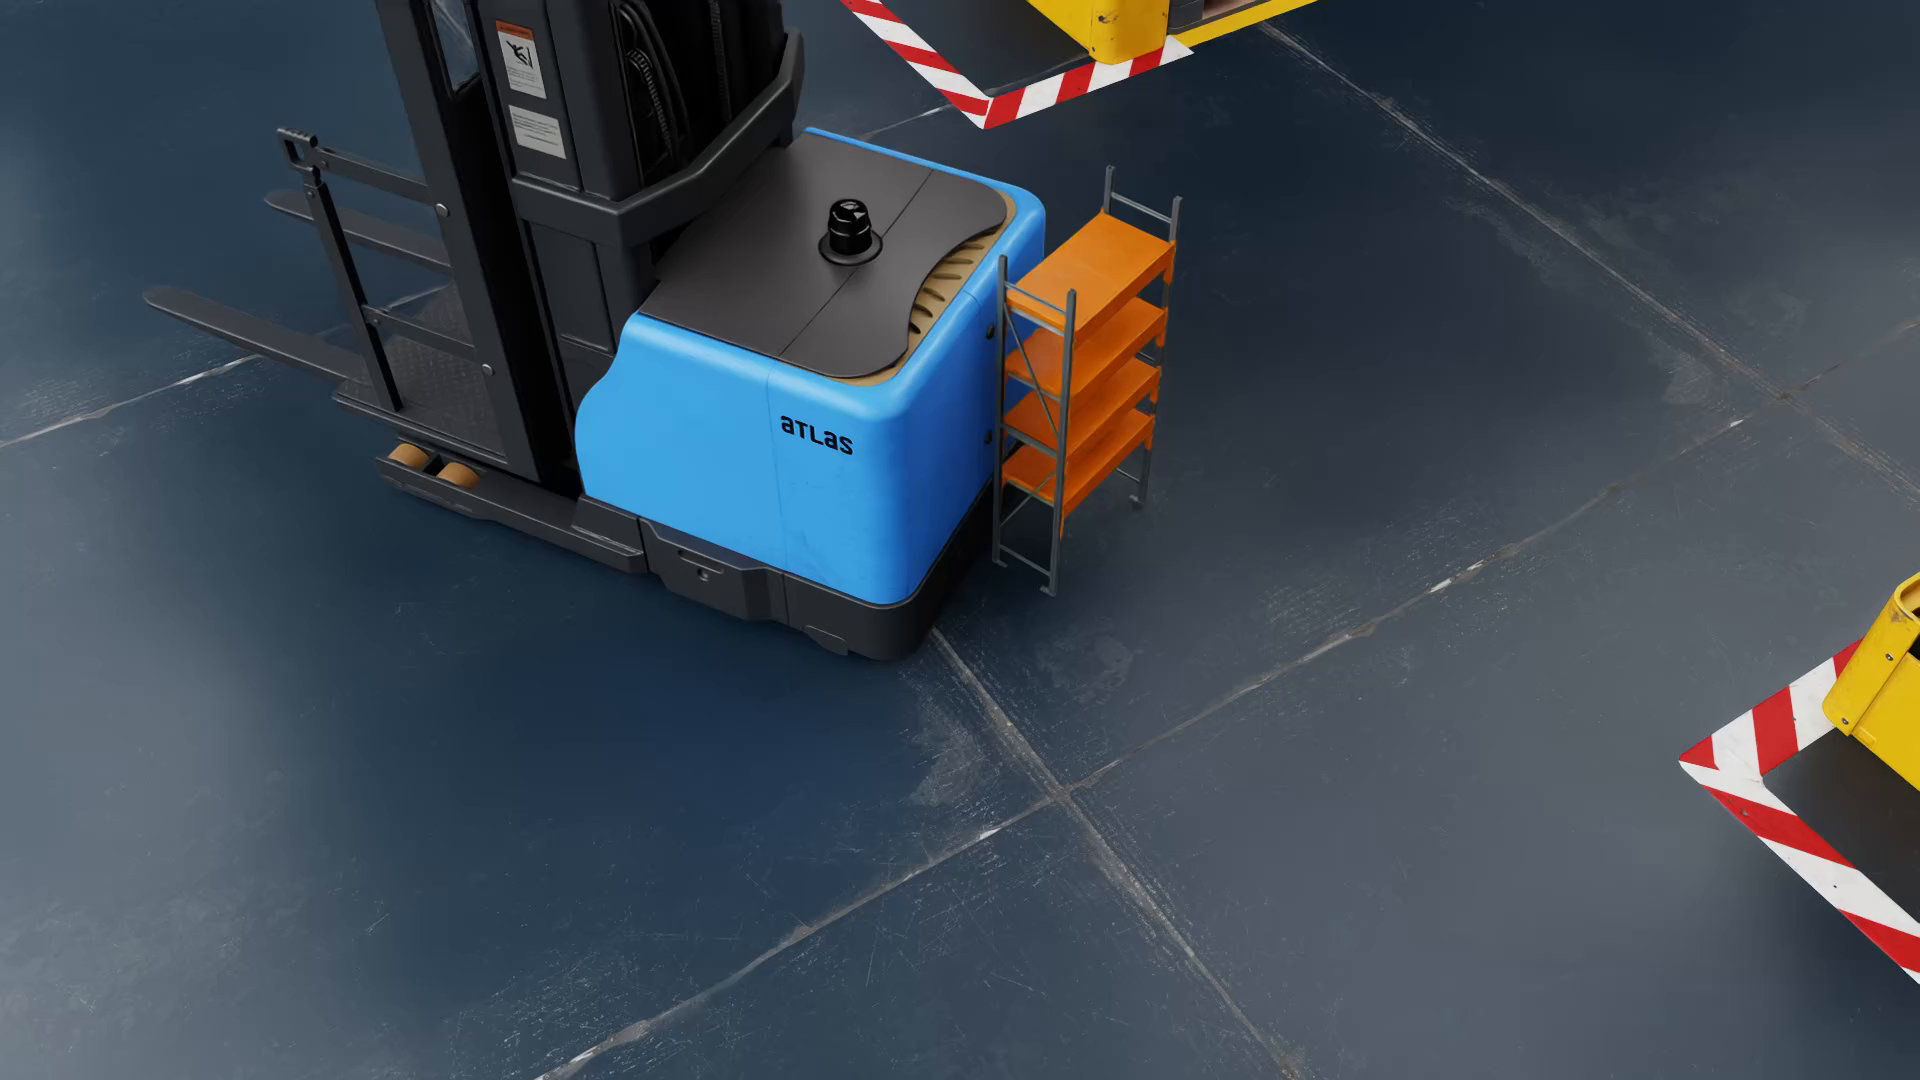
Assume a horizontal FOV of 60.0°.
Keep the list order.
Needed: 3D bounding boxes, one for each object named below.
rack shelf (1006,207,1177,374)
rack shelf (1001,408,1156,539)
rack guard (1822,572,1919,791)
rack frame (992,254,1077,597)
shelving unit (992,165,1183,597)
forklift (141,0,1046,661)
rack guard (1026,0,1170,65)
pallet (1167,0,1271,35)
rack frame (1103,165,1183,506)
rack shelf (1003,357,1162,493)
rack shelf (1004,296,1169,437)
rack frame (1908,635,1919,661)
[{"bbox_3d":[0.348,-0.687,4.532,0.258,0.148,0.480,30,55,24],"label":"rack shelf"},{"bbox_3d":[0.348,-0.249,5.024,0.258,0.148,0.480,30,55,24],"label":"rack shelf"},{"bbox_3d":[2.928,0.616,4.367,0.348,0.500,1.175,-25,53,-21],"label":"rack guard"},{"bbox_3d":[0.198,-0.282,4.698,0.240,1.200,0.015,30,55,24],"label":"rack frame"},{"bbox_3d":[0.348,-0.426,4.826,0.258,1.200,0.503,30,55,24],"label":"shelving unit"},{"bbox_3d":[-1.299,-1.393,4.528,3.031,2.935,1.130,20,51,17],"label":"forklift"},{"bbox_3d":[0.452,-2.597,7.228,0.348,0.500,1.175,-25,53,-21],"label":"rack guard"},{"bbox_3d":[1.158,-2.802,7.604,1.213,0.211,1.003,-25,53,-21],"label":"pallet"},{"bbox_3d":[0.499,-0.569,4.953,0.240,1.200,0.015,30,55,24],"label":"rack frame"},{"bbox_3d":[0.348,-0.381,4.876,0.258,0.148,0.480,30,55,24],"label":"rack shelf"},{"bbox_3d":[0.348,-0.530,4.709,0.258,0.148,0.480,30,55,24],"label":"rack shelf"},{"bbox_3d":[2.948,-0.225,3.442,0.127,3.000,1.000,-25,53,-21],"label":"rack frame"}]
